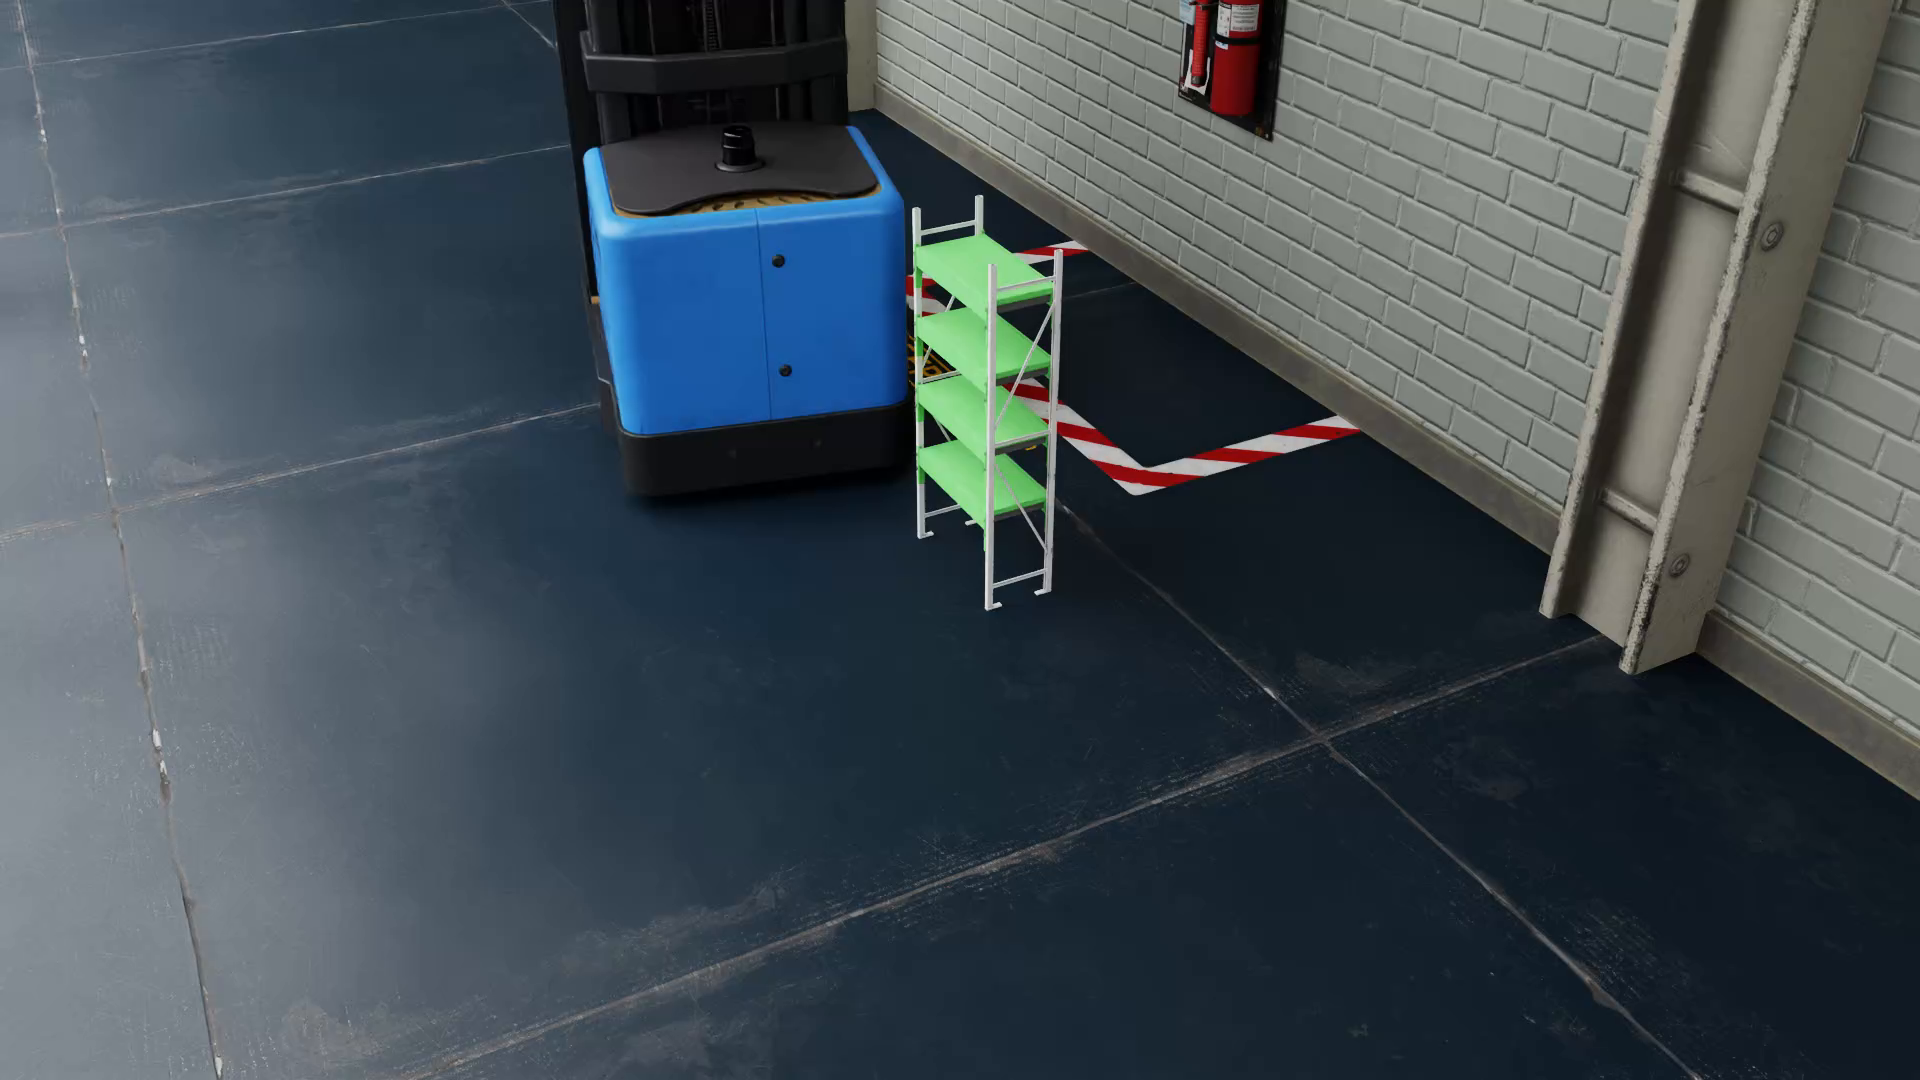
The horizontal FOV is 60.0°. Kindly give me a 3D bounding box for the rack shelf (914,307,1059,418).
[{"bbox_3d":[0.077,-0.574,5.208,0.258,0.148,0.480,-16,36,-23],"label":"rack shelf"}]

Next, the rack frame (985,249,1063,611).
[{"bbox_3d":[0.191,-0.310,5.121,0.240,1.200,0.015,-16,36,-23],"label":"rack frame"}]

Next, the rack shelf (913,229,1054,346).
[{"bbox_3d":[0.077,-0.777,5.079,0.258,0.148,0.480,-16,36,-23],"label":"rack shelf"}]

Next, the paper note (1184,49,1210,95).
[{"bbox_3d":[0.963,-1.899,6.751,0.016,0.148,0.142,-16,36,-23],"label":"paper note"}]

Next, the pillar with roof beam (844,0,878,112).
[{"bbox_3d":[-4.503,-5.286,5.659,9.100,9.000,0.400,-16,36,-23],"label":"pillar with roof beam"}]

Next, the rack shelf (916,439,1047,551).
[{"bbox_3d":[0.077,-0.170,5.467,0.258,0.148,0.480,-16,36,-23],"label":"rack shelf"}]

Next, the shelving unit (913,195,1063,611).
[{"bbox_3d":[0.077,-0.426,5.303,0.258,1.200,0.503,-16,36,-23],"label":"shelving unit"}]

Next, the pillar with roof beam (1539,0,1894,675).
[{"bbox_3d":[-1.706,-2.423,1.190,9.100,9.000,0.400,-16,36,-23],"label":"pillar with roof beam"}]

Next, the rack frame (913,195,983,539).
[{"bbox_3d":[-0.037,-0.543,5.485,0.240,1.200,0.015,-16,36,-23],"label":"rack frame"}]

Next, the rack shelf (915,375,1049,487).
[{"bbox_3d":[0.077,-0.372,5.337,0.258,0.148,0.480,-16,36,-23],"label":"rack shelf"}]

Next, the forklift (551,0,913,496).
[{"bbox_3d":[-1.040,-2.175,6.429,1.130,2.935,3.031,-8,34,-12],"label":"forklift"}]

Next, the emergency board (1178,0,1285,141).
[{"bbox_3d":[0.984,-2.169,6.354,0.194,1.169,0.643,-16,36,-23],"label":"emergency board"}]
